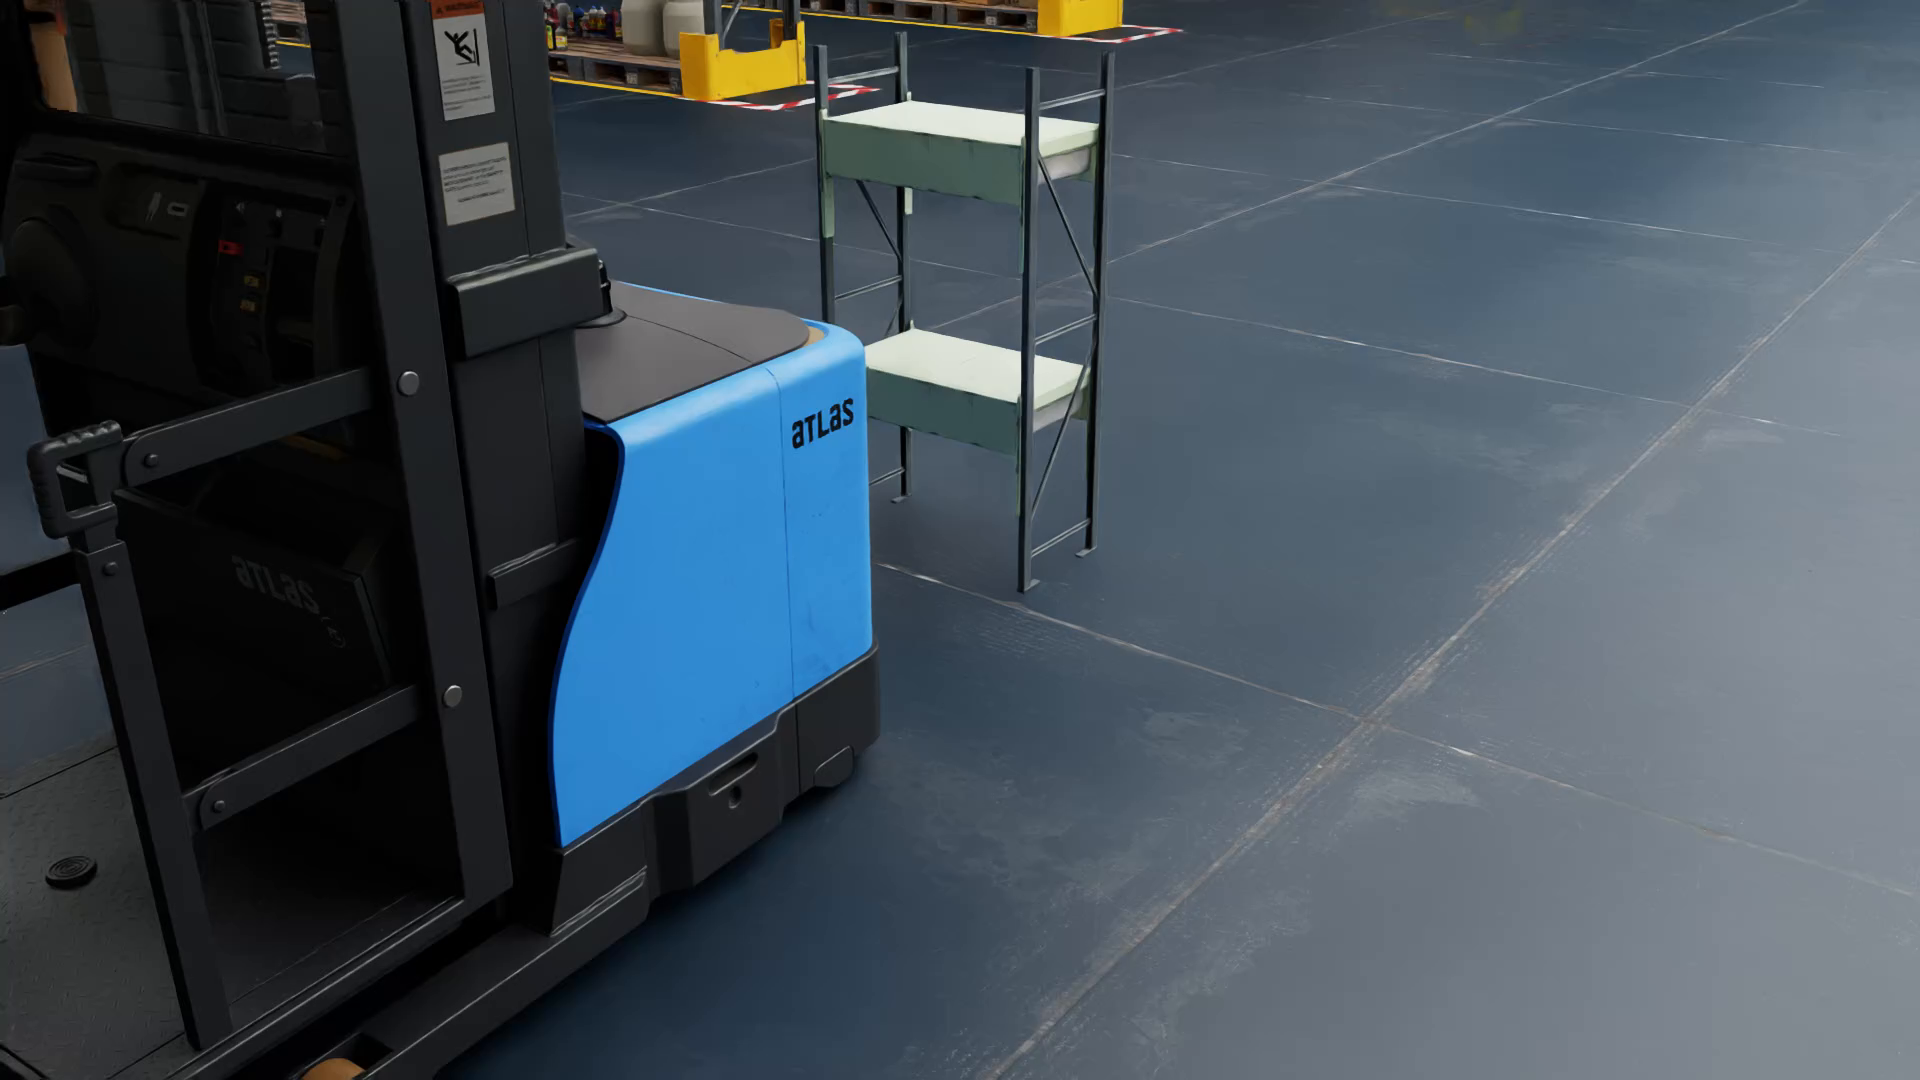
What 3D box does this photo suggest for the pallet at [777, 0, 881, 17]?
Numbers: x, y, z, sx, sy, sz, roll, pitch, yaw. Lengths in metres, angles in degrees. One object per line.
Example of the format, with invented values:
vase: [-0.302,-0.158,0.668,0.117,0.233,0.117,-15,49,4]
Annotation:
pallet: [-1.332,-6.185,19.027,1.213,0.211,1.003,17,29,33]

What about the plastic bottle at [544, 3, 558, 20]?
plastic bottle: [-3.697,-4.710,15.044,0.133,0.283,0.061,17,29,33]

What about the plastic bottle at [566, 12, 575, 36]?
plastic bottle: [-3.522,-4.688,15.094,0.097,0.201,0.097,0,24,0]

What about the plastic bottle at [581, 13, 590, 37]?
plastic bottle: [-3.358,-4.638,14.981,0.097,0.201,0.097,0,24,0]

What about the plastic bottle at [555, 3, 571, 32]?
plastic bottle: [-3.633,-4.742,15.124,0.135,0.276,0.152,17,29,34]

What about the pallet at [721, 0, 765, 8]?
pallet: [-2.515,-6.524,19.796,1.213,0.211,1.003,17,29,33]

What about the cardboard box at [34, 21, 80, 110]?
cardboard box: [-5.242,-2.761,9.755,0.500,0.500,0.500,17,29,33]

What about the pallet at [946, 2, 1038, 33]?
pallet: [0.620,-5.595,17.687,1.213,0.211,1.003,17,29,33]

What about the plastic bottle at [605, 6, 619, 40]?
plastic bottle: [-3.095,-4.605,14.805,0.133,0.283,0.061,17,29,34]

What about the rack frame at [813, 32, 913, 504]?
rack frame: [-0.288,-0.773,5.145,0.023,1.500,0.400,17,29,33]

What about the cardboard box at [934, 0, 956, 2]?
cardboard box: [-0.168,-6.141,18.047,0.500,0.500,0.500,20,31,38]

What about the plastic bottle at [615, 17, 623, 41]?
plastic bottle: [-3.007,-4.532,14.740,0.097,0.201,0.097,0,24,0]

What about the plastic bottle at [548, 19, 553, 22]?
plastic bottle: [-3.578,-4.375,14.291,0.135,0.276,0.152,17,29,34]

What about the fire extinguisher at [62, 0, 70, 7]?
fire extinguisher: [-4.818,-3.236,8.970,0.183,0.674,0.296,17,29,33]

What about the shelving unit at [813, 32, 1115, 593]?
shelving unit: [0.005,-0.685,4.944,0.755,1.500,0.431,17,29,33]

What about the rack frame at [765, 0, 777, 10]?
rack frame: [-1.891,-7.612,18.807,0.127,3.000,1.000,17,29,33]

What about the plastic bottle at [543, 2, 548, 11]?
plastic bottle: [-3.802,-4.746,15.125,0.133,0.283,0.061,17,29,33]

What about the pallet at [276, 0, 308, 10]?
pallet: [-7.465,-5.506,17.484,1.213,0.211,1.003,17,29,33]

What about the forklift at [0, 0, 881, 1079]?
forklift: [-1.431,-0.435,2.603,1.130,2.935,3.031,15,28,31]

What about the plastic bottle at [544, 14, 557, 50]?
plastic bottle: [-3.497,-4.331,14.182,0.133,0.283,0.061,18,29,35]

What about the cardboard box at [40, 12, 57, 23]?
cardboard box: [-5.331,-3.049,10.409,0.500,0.500,0.500,17,29,33]

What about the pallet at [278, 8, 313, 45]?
pallet: [-6.493,-5.211,16.814,1.213,0.211,1.003,17,29,33]

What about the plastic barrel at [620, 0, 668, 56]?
plastic barrel: [-2.634,-4.357,13.982,0.421,0.512,0.421,0,24,0]

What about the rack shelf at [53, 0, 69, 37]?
rack shelf: [-6.235,-3.604,10.603,4.000,0.370,1.077,17,29,33]

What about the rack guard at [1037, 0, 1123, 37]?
rack guard: [1.249,-5.520,17.157,0.348,0.500,1.175,17,29,33]

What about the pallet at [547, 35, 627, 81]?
pallet: [-3.368,-4.268,14.674,1.213,0.211,1.003,17,29,33]

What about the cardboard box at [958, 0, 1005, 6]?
cardboard box: [0.322,-5.983,17.689,0.500,0.500,0.500,-17,29,-34]

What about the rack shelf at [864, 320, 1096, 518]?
rack shelf: [0.005,-0.386,5.075,0.720,0.370,0.431,17,29,33]

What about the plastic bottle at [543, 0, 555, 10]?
plastic bottle: [-3.761,-4.816,15.201,0.185,0.351,0.144,17,29,33]

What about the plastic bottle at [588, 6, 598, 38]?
plastic bottle: [-3.279,-4.646,14.913,0.097,0.271,0.097,0,24,0]

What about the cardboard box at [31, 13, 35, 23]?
cardboard box: [-6.051,-2.998,10.293,0.500,0.500,0.500,17,29,33]

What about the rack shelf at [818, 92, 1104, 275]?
rack shelf: [0.005,-1.042,4.787,0.720,0.370,0.431,17,29,33]

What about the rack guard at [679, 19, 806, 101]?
rack guard: [-1.749,-3.906,13.496,0.348,0.500,1.175,17,29,33]

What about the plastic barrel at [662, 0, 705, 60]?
plastic barrel: [-2.233,-4.235,13.707,0.421,0.512,0.421,0,24,0]

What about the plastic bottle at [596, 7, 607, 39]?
plastic bottle: [-3.199,-4.622,14.858,0.097,0.271,0.097,0,24,0]

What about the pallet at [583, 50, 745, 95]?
pallet: [-2.396,-3.972,14.004,1.213,0.211,1.003,17,29,33]

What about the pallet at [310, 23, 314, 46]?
pallet: [-5.513,-4.916,16.145,1.213,0.211,1.003,17,29,33]

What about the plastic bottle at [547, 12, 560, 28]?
plastic bottle: [-3.515,-4.412,14.367,0.133,0.283,0.061,17,29,33]

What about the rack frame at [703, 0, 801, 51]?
rack frame: [-1.660,-5.047,12.985,0.127,3.000,1.000,17,29,33]

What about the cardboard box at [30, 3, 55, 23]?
cardboard box: [-5.739,-3.166,10.674,0.500,0.500,0.500,17,29,33]

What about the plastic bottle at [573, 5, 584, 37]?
plastic bottle: [-3.441,-4.695,15.024,0.097,0.271,0.097,0,24,0]

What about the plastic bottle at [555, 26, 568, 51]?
plastic bottle: [-3.393,-4.271,14.147,0.097,0.201,0.097,0,24,0]

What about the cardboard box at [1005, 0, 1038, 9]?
cardboard box: [0.820,-5.850,17.386,0.500,0.500,0.500,-20,31,-38]

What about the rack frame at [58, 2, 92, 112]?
rack frame: [-4.634,-3.450,9.360,0.127,3.000,1.000,17,29,33]

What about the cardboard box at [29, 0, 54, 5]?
cardboard box: [-6.129,-3.292,10.961,0.500,0.500,0.500,17,29,33]

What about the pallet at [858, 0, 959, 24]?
pallet: [-0.352,-5.891,18.357,1.213,0.211,1.003,17,29,33]

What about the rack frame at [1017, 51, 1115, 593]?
rack frame: [0.298,-0.596,4.743,0.023,1.500,0.400,17,29,33]
